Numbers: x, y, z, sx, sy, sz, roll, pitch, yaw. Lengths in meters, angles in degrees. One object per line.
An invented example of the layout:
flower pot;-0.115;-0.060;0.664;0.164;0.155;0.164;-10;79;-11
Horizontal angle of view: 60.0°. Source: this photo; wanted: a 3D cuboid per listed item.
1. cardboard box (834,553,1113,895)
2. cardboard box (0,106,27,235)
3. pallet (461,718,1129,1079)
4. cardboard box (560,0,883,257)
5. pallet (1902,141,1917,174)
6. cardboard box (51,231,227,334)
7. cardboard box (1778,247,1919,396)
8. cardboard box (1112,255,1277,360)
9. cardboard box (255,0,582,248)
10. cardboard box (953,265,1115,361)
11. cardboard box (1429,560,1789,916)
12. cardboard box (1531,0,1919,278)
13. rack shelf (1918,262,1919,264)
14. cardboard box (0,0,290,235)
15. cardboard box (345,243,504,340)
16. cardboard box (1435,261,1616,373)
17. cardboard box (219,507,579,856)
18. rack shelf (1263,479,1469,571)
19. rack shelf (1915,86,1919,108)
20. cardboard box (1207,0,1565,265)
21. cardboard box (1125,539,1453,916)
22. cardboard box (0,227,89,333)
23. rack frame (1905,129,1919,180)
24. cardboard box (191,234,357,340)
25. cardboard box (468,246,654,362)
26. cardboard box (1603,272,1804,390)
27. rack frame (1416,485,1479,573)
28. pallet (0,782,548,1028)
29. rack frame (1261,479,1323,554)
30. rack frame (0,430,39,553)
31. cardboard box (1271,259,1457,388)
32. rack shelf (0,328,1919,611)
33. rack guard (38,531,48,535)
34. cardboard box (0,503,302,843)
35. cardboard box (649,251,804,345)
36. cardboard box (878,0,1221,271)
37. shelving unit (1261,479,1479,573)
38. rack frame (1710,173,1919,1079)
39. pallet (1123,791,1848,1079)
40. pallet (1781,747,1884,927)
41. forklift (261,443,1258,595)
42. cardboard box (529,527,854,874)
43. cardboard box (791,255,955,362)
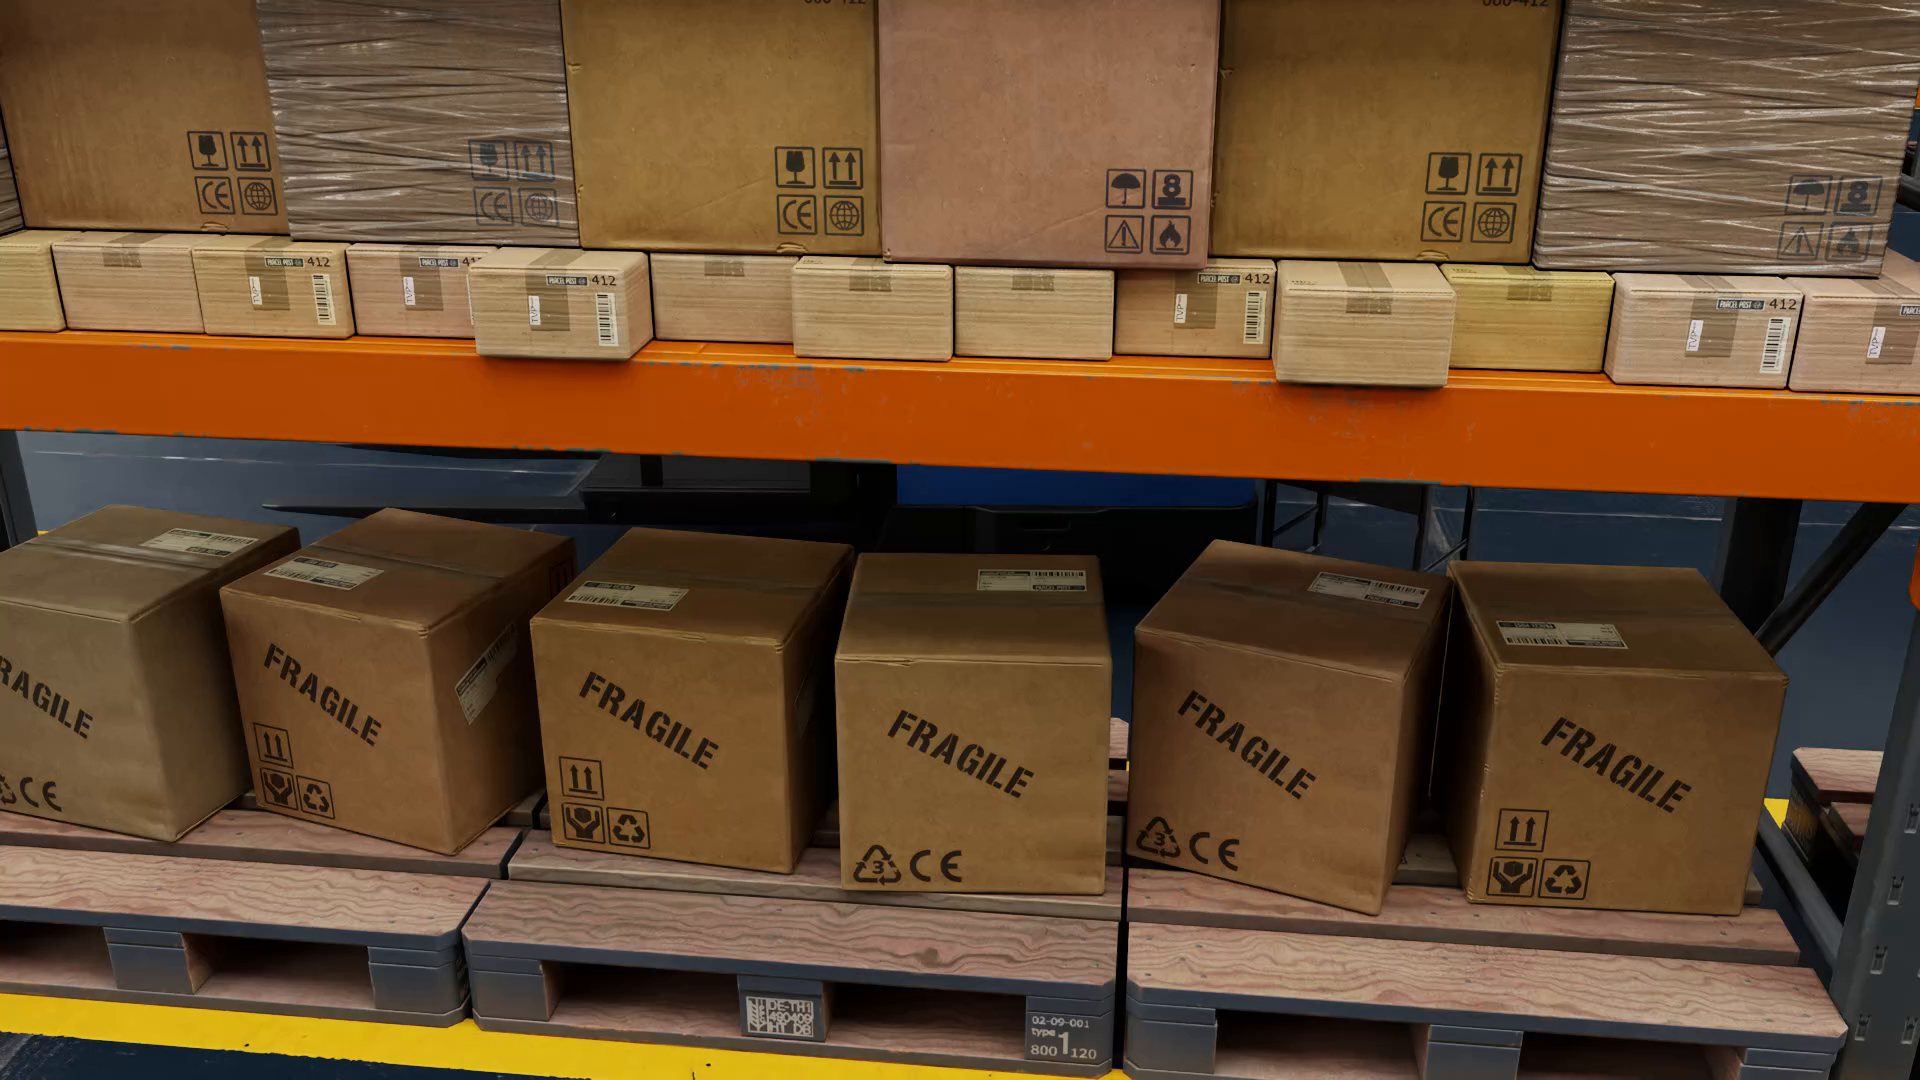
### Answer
cardboard box;0.031;0.351;3.302;0.500;0.500;0.500;1;22;1
cardboard box;-1.810;-0.888;3.067;0.500;0.500;0.875;2;22;6
pallet;-0.267;0.664;3.472;1.213;0.211;1.003;2;22;6
cardboard box;-0.313;-0.847;2.962;0.500;0.500;0.875;2;22;6
pallet;7.497;-2.665;11.894;1.213;0.211;1.003;2;22;6
cardboard box;-1.355;-0.484;2.926;0.250;0.149;0.380;2;22;6
cardboard box;1.371;-0.349;2.586;0.250;0.149;0.380;2;22;6
cardboard box;0.388;-0.426;2.778;0.250;0.149;0.380;2;22;6
cardboard box;-0.808;-0.873;3.028;0.500;0.500;0.875;2;22;6
cardboard box;0.135;-0.422;2.768;0.250;0.149;0.380;2;22;6
cardboard box;1.226;0.371;3.250;0.500;0.500;0.500;2;22;5
cardboard box;1.179;-0.791;2.821;0.500;0.500;0.875;2;22;6
rack shelf;3.605;-0.143;2.701;4.000;0.370;1.077;2;22;6
cardboard box;-1.300;-0.911;3.123;0.500;0.500;0.875;2;22;6
cardboard box;-0.856;-0.470;2.889;0.250;0.149;0.380;2;22;6
cardboard box;0.882;-0.397;2.705;0.250;0.149;0.380;2;22;6
cardboard box;-1.138;0.276;3.490;0.500;0.500;0.500;8;23;20
rack shelf;1.235;-0.179;4.971;0.480;0.518;0.431;16;26;35
rack shelf;4.188;-1.952;7.275;4.000;0.370;1.077;2;22;6
cardboard box;0.687;-0.826;2.908;0.500;0.500;0.875;2;22;6
cardboard box;0.657;0.349;3.306;0.500;0.500;0.500;10;24;23
cardboard box;-1.606;-0.487;2.934;0.250;0.149;0.380;2;22;6
rack frame;6.761;-4.008;11.498;0.127;3.000;1.000;2;22;6
cardboard box;-1.108;-0.470;2.892;0.250;0.149;0.380;2;22;6
cardboard box;-0.620;-0.421;2.766;0.250;0.149;0.380;2;22;6
cardboard box;1.124;-0.364;2.622;0.250;0.149;0.380;2;22;6
rack frame;1.432;-0.787;4.571;0.015;2.100;0.400;16;26;35
pallet;-1.475;0.611;3.608;1.213;0.211;1.003;2;22;6
rack frame;1.046;-0.899;4.849;0.015;2.100;0.400;16;26;35
rack frame;-2.353;-0.737;3.225;0.127;3.000;1.000;2;22;6
cardboard box;0.621;-0.367;2.629;0.250;0.149;0.380;2;22;6
rack shelf;-0.367;-0.316;3.139;4.000;0.370;1.077;2;22;6
rack guard;-2.278;0.428;3.676;0.348;0.500;1.175;2;22;6
cardboard box;-1.735;0.263;3.524;0.500;0.500;0.500;7;23;16
cardboard box;-0.356;-0.459;2.861;0.250;0.149;0.380;2;22;6
cardboard box;0.178;-0.811;2.870;0.500;0.500;0.875;2;22;6
shelving unit;1.239;-0.843;4.710;0.503;2.100;0.431;16;26;35
rack frame;1.619;-0.564;2.787;0.127;3.000;1.000;2;22;6
pallet;0.948;0.716;3.341;1.213;0.211;1.003;2;22;6
pallet;2.392;0.766;3.216;1.213;0.211;1.003;2;22;6
forklift;-0.623;-1.369;4.916;3.031;2.935;1.130;1;22;1
cardboard box;-0.518;0.310;3.404;0.500;0.500;0.500;5;22;11
cardboard box;-0.117;-0.420;2.763;0.250;0.149;0.380;2;22;6
